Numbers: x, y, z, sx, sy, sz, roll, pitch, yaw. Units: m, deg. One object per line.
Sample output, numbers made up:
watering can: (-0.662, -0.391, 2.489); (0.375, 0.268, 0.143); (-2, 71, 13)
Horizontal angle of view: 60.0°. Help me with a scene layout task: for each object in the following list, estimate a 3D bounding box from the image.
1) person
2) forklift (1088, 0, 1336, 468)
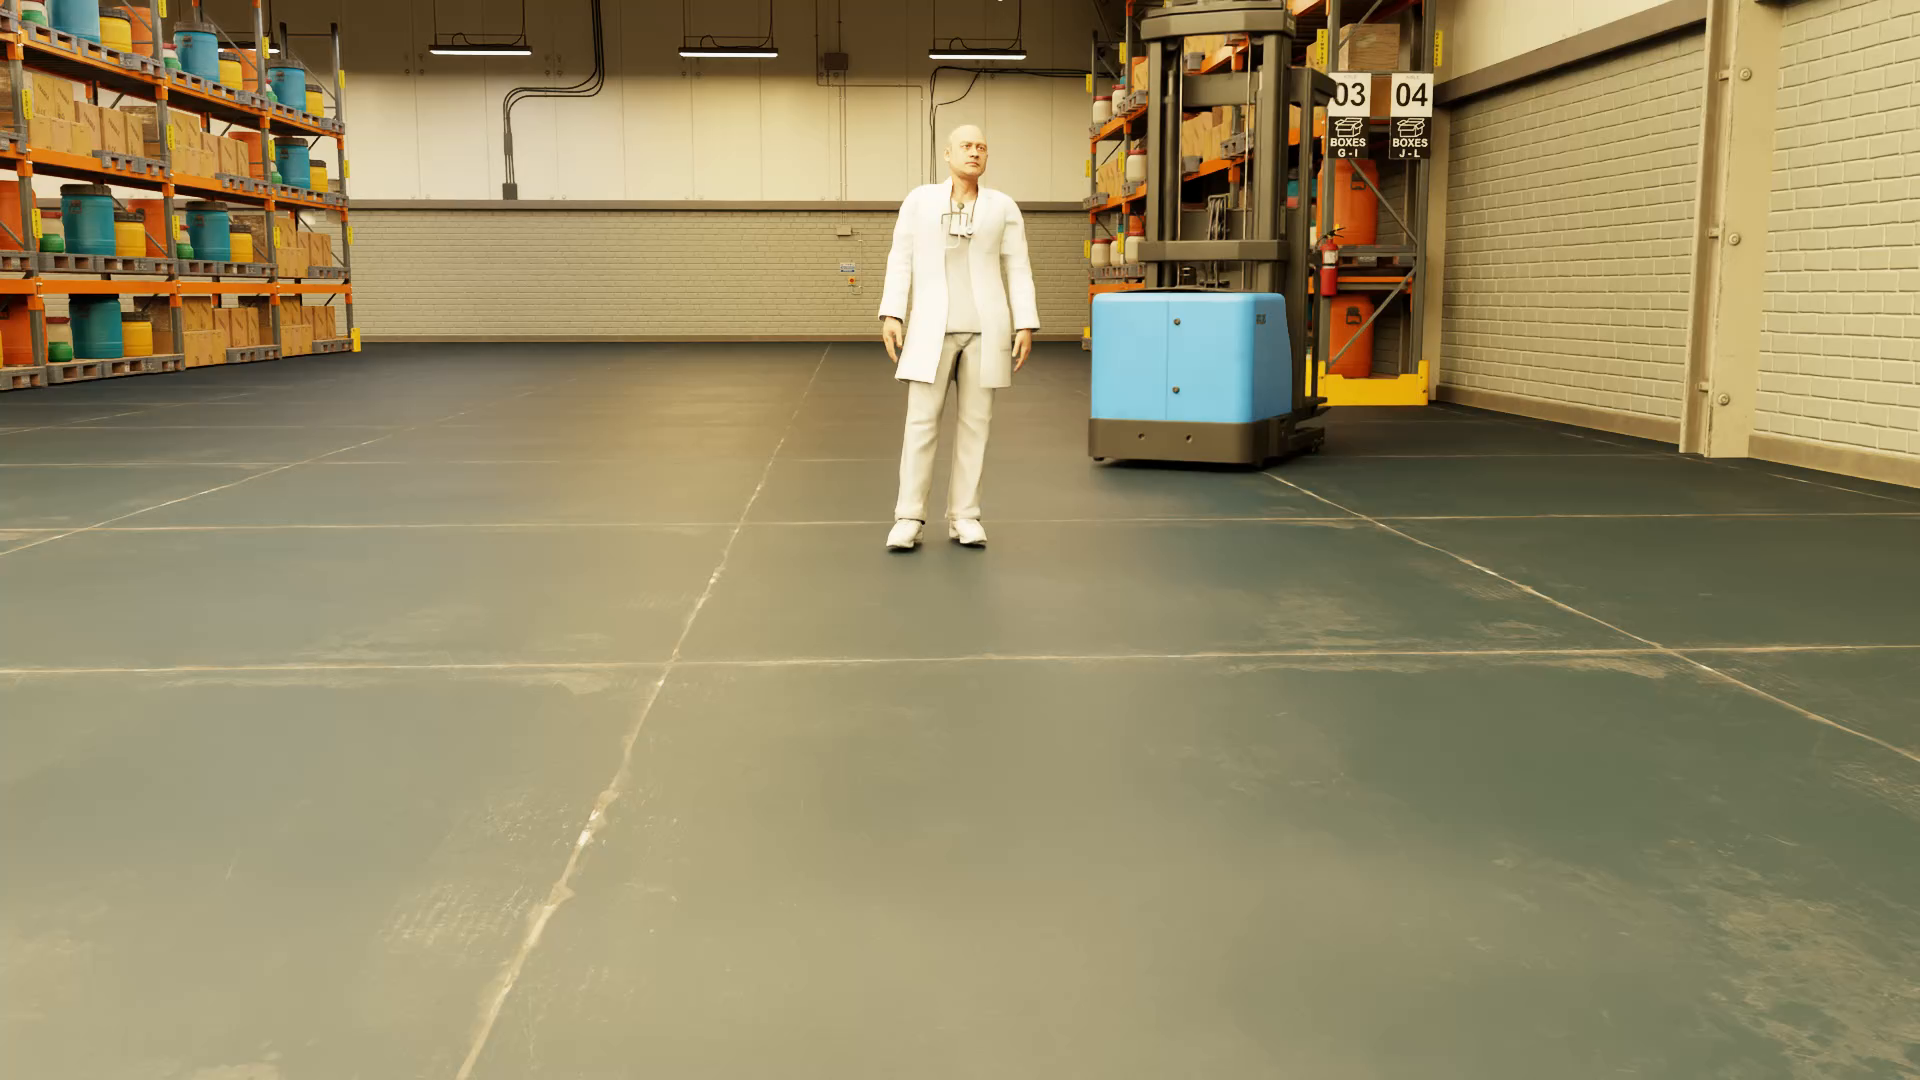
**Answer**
person: (0.002, -0.873, 7.088); (0.698, 1.777, 0.578); (-1, 8, -4)
forklift: (1.872, -2.062, 11.218); (1.130, 2.935, 3.031); (4, 9, 24)
